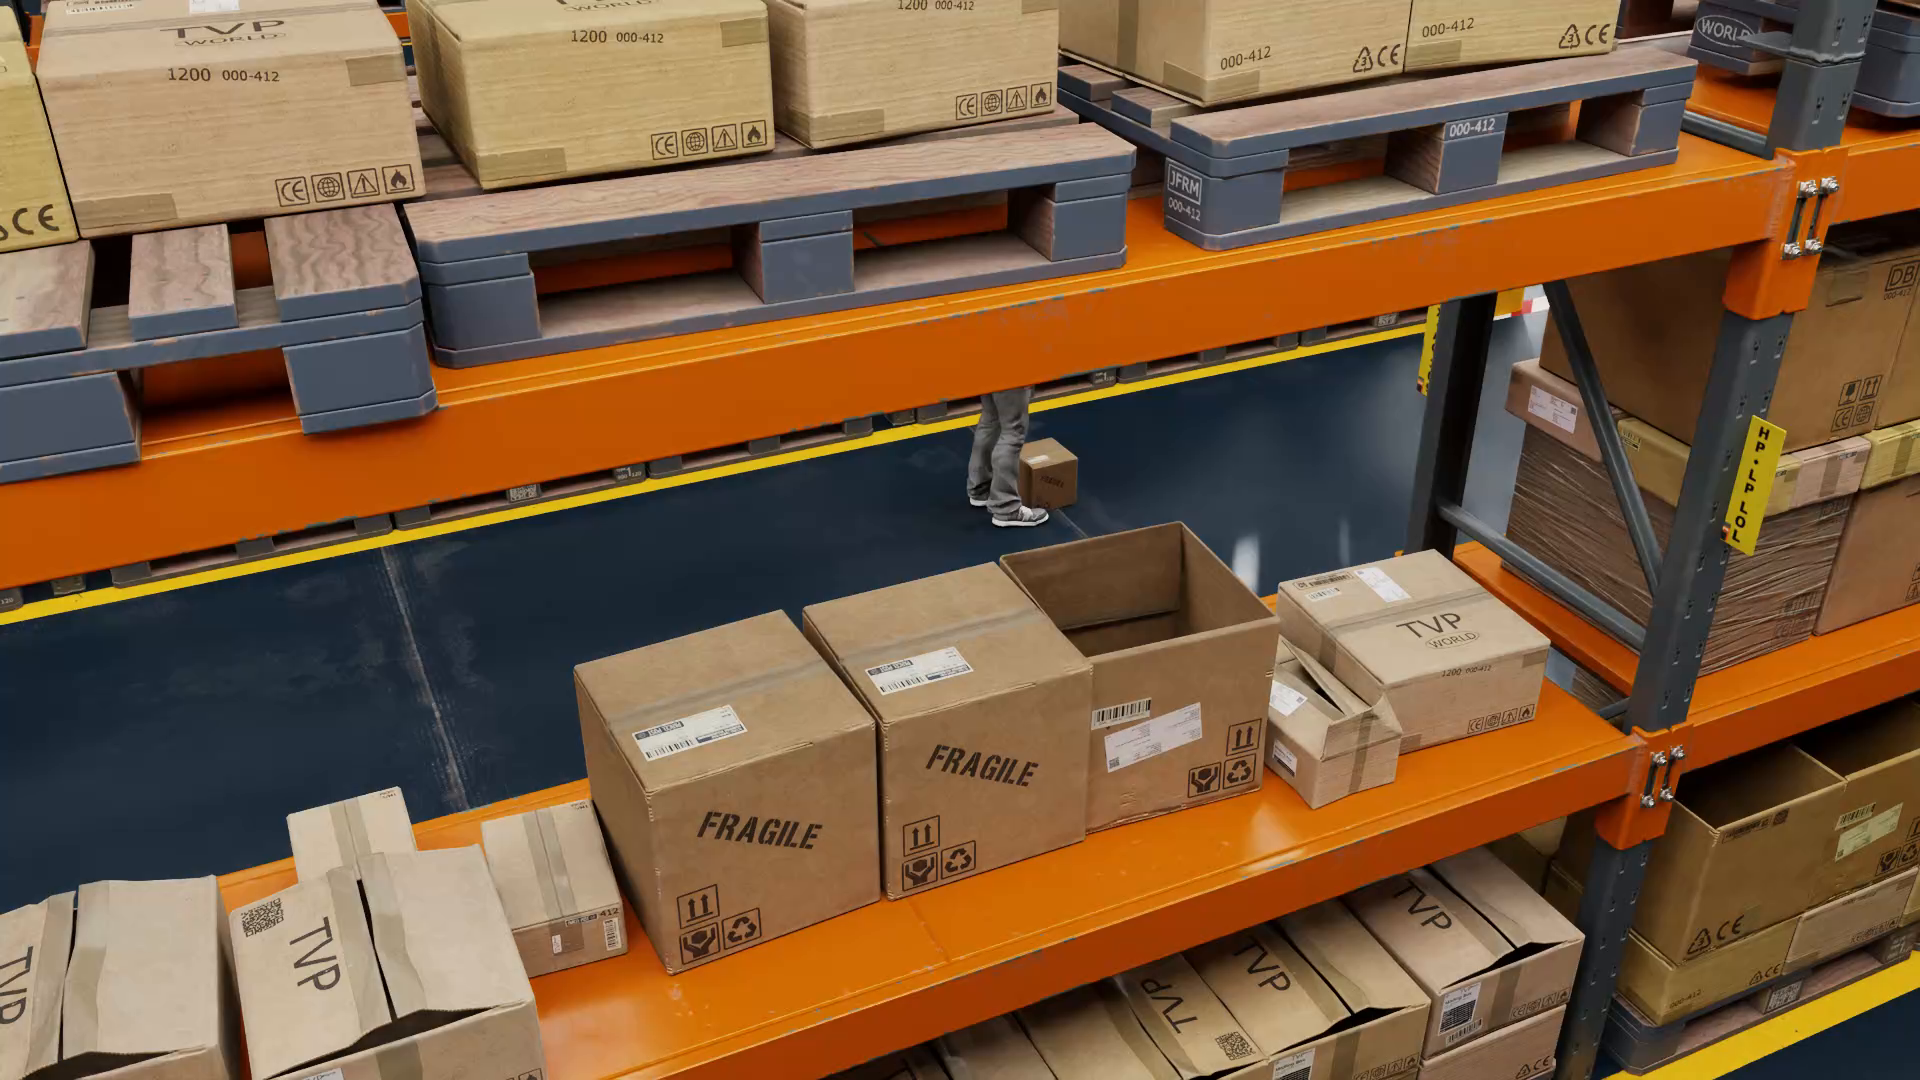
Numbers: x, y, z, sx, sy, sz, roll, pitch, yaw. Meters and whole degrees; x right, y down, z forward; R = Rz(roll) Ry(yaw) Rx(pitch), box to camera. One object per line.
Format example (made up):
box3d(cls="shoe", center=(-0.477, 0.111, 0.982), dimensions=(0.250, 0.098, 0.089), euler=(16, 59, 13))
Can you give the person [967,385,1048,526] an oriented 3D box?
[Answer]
box3d(cls="person", center=(0.184, -0.841, 7.605), dimensions=(0.343, 1.593, 0.481), euler=(-15, 33, -24))
